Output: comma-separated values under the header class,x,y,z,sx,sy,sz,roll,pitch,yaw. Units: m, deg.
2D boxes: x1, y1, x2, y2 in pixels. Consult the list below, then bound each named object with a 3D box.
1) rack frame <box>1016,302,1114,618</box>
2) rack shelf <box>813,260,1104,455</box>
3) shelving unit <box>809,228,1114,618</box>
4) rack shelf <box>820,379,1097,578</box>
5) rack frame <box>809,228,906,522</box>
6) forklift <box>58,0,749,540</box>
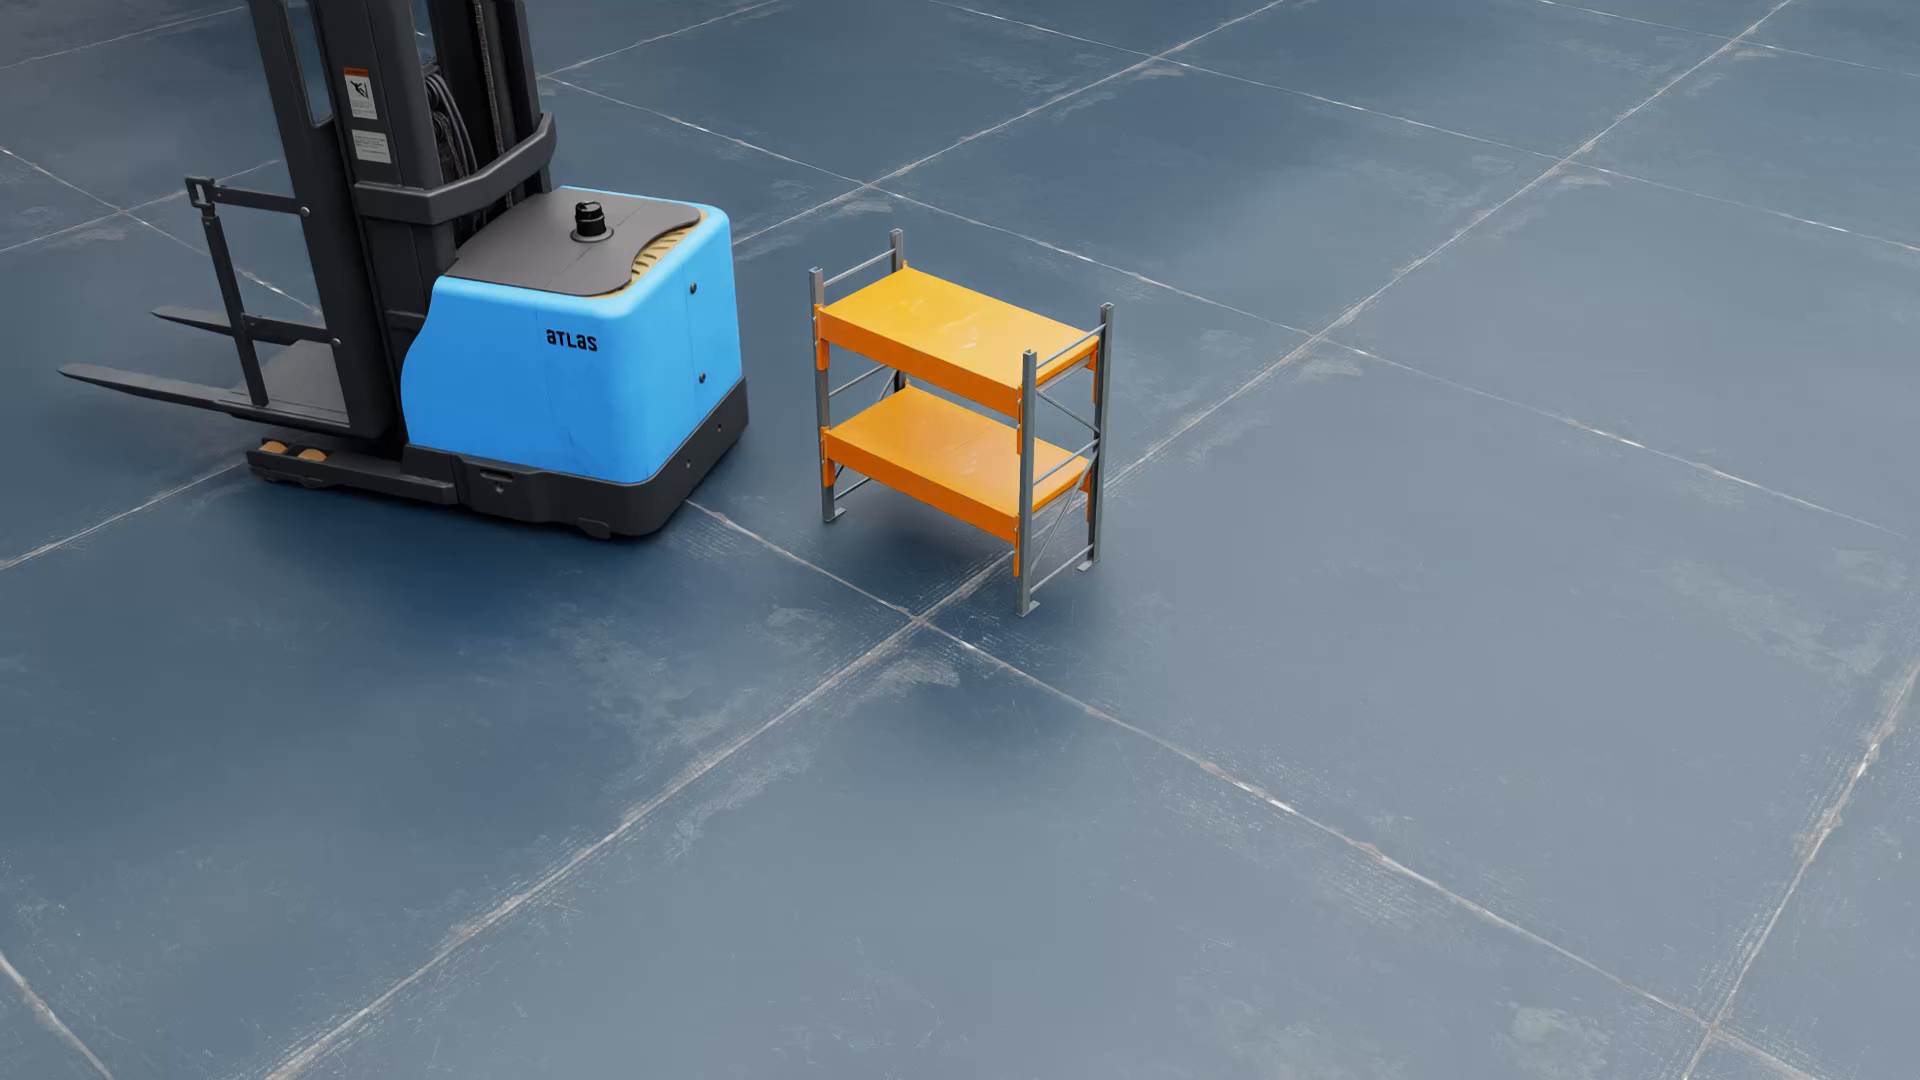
class,x,y,z,sx,sy,sz,roll,pitch,yaw
rack frame,0.385,-0.282,6.167,0.032,1.125,0.500,25,42,32
rack shelf,-0.005,-0.707,6.269,1.000,0.278,0.538,25,42,32
shelving unit,-0.005,-0.466,6.435,1.048,1.125,0.538,25,42,32
rack shelf,-0.005,-0.265,6.574,1.000,0.278,0.538,25,42,32
rack frame,-0.396,-0.650,6.703,0.032,1.125,0.500,25,42,32
forklift,-2.511,-1.698,6.633,3.031,2.935,1.130,10,36,15
